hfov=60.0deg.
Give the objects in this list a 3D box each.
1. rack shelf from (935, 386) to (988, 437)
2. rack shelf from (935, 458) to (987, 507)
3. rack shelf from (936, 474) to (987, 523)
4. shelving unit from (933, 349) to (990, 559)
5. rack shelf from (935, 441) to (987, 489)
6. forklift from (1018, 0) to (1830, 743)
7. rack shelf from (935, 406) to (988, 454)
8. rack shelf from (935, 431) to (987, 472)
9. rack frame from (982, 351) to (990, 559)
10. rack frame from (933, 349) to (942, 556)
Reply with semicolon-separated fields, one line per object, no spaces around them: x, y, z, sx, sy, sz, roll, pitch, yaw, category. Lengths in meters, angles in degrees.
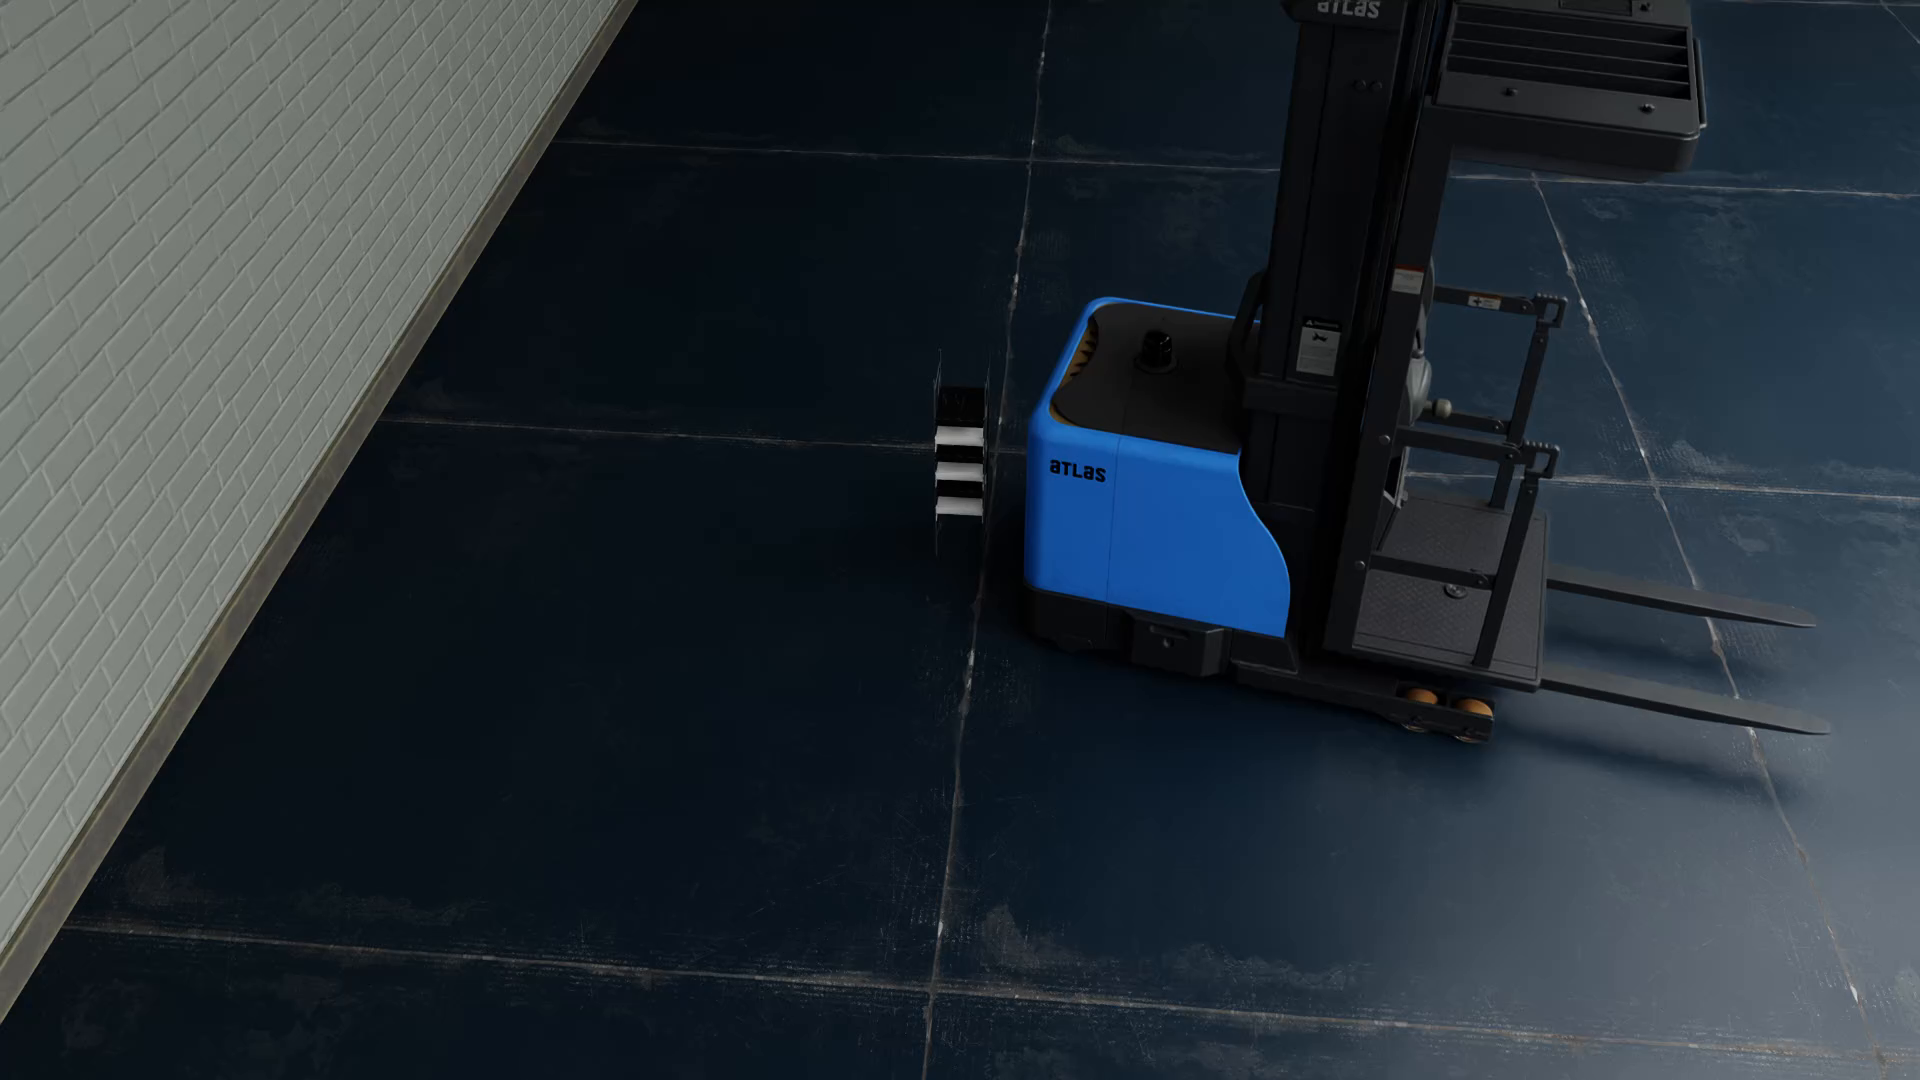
0.008;-0.532;6.816;0.200;0.077;0.258;3;39;4;rack shelf
0.008;-0.253;7.043;0.200;0.077;0.258;3;39;4;rack shelf
0.008;-0.183;7.100;0.200;0.077;0.258;3;39;4;rack shelf
0.008;-0.349;6.965;0.210;0.900;0.258;3;39;4;shelving unit
0.008;-0.323;6.986;0.200;0.077;0.258;3;39;4;rack shelf
1.811;-0.746;5.845;3.031;2.935;1.130;11;40;13;forklift
0.008;-0.462;6.873;0.200;0.077;0.258;3;39;4;rack shelf
0.008;-0.393;6.930;0.200;0.077;0.258;3;39;4;rack shelf
0.109;-0.343;6.959;0.006;0.900;0.240;3;39;4;rack frame
-0.093;-0.354;6.972;0.006;0.900;0.240;3;39;4;rack frame
